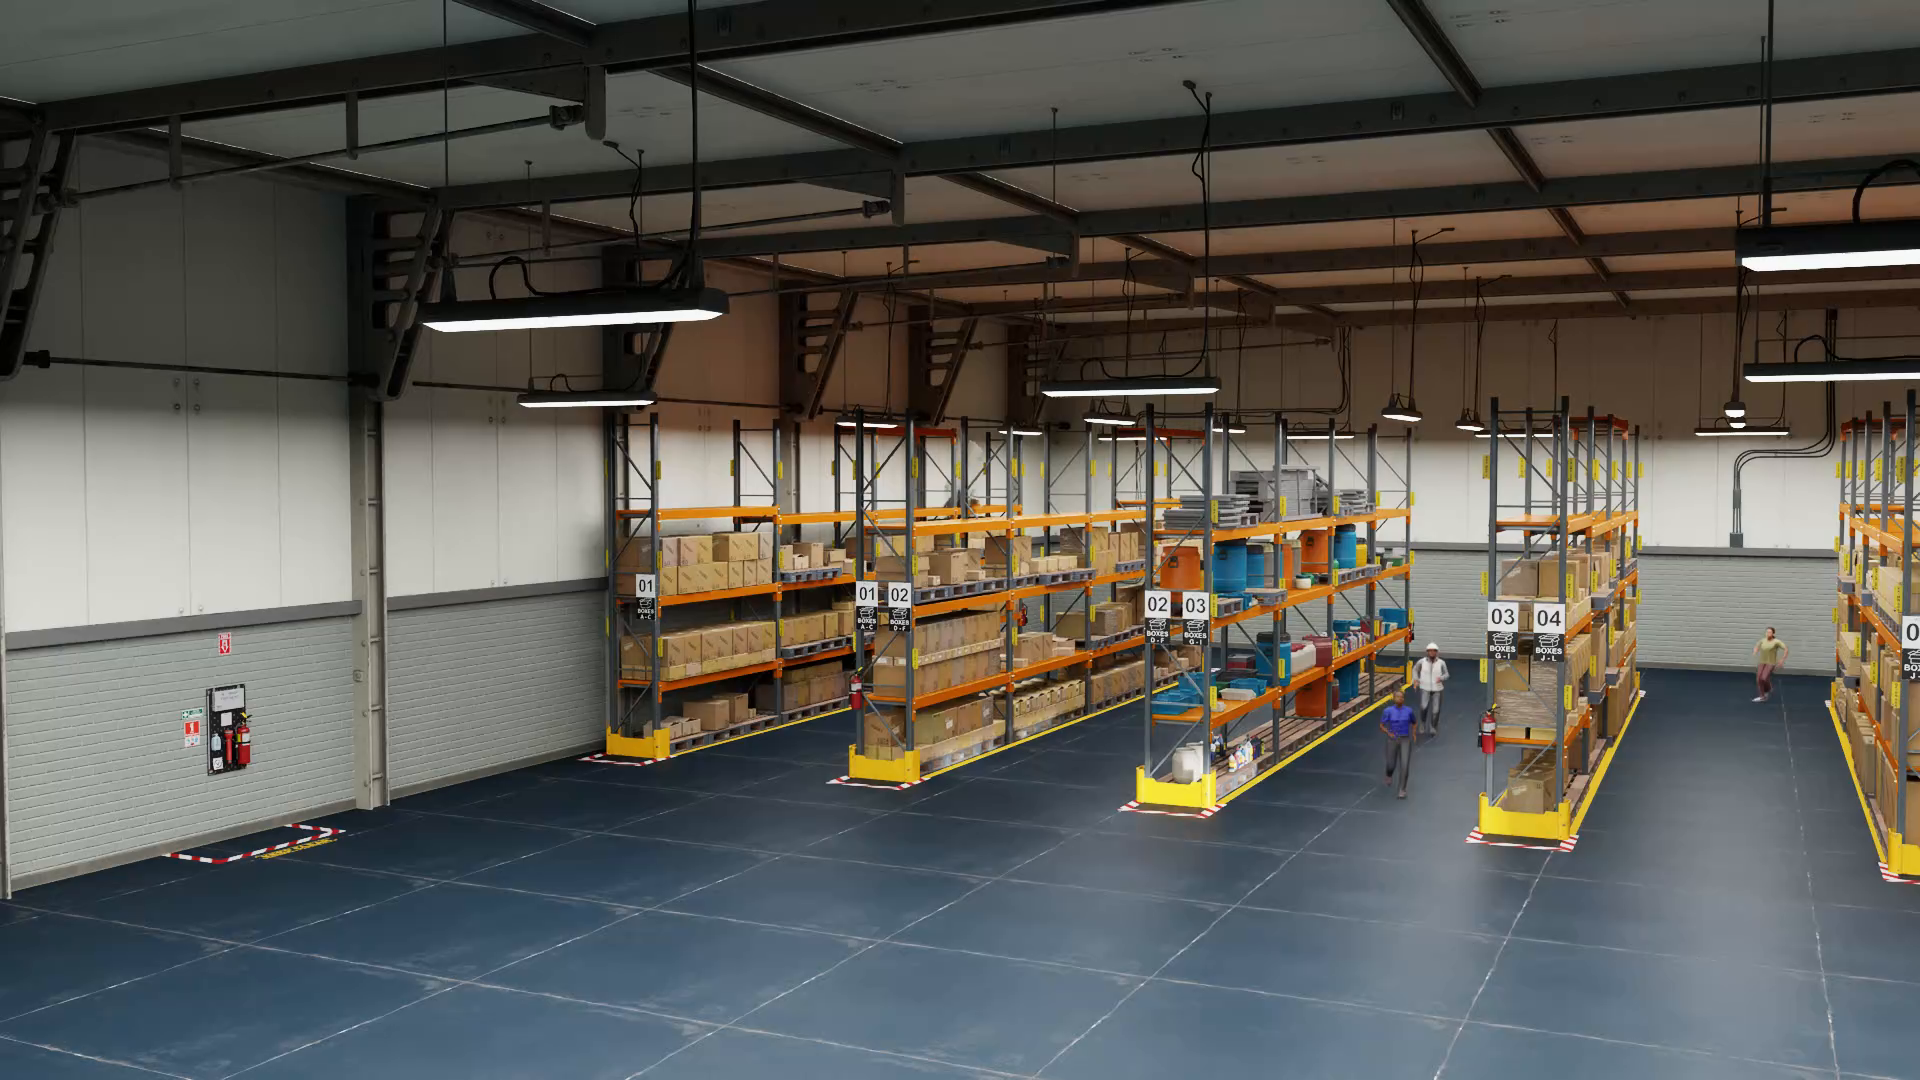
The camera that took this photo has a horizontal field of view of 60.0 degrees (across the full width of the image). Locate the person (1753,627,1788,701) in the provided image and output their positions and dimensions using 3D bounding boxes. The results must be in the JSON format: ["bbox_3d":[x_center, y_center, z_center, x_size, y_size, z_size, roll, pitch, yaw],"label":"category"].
[{"bbox_3d":[17.381,2.682,35.771,0.512,1.627,0.700,-2,3,-35],"label":"person"}]

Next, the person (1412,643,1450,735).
[{"bbox_3d":[8.849,2.804,31.245,0.667,1.740,0.729,1,2,14],"label":"person"}]

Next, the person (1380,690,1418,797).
[{"bbox_3d":[6.772,3.118,25.611,0.591,1.609,0.637,0,2,5],"label":"person"}]
